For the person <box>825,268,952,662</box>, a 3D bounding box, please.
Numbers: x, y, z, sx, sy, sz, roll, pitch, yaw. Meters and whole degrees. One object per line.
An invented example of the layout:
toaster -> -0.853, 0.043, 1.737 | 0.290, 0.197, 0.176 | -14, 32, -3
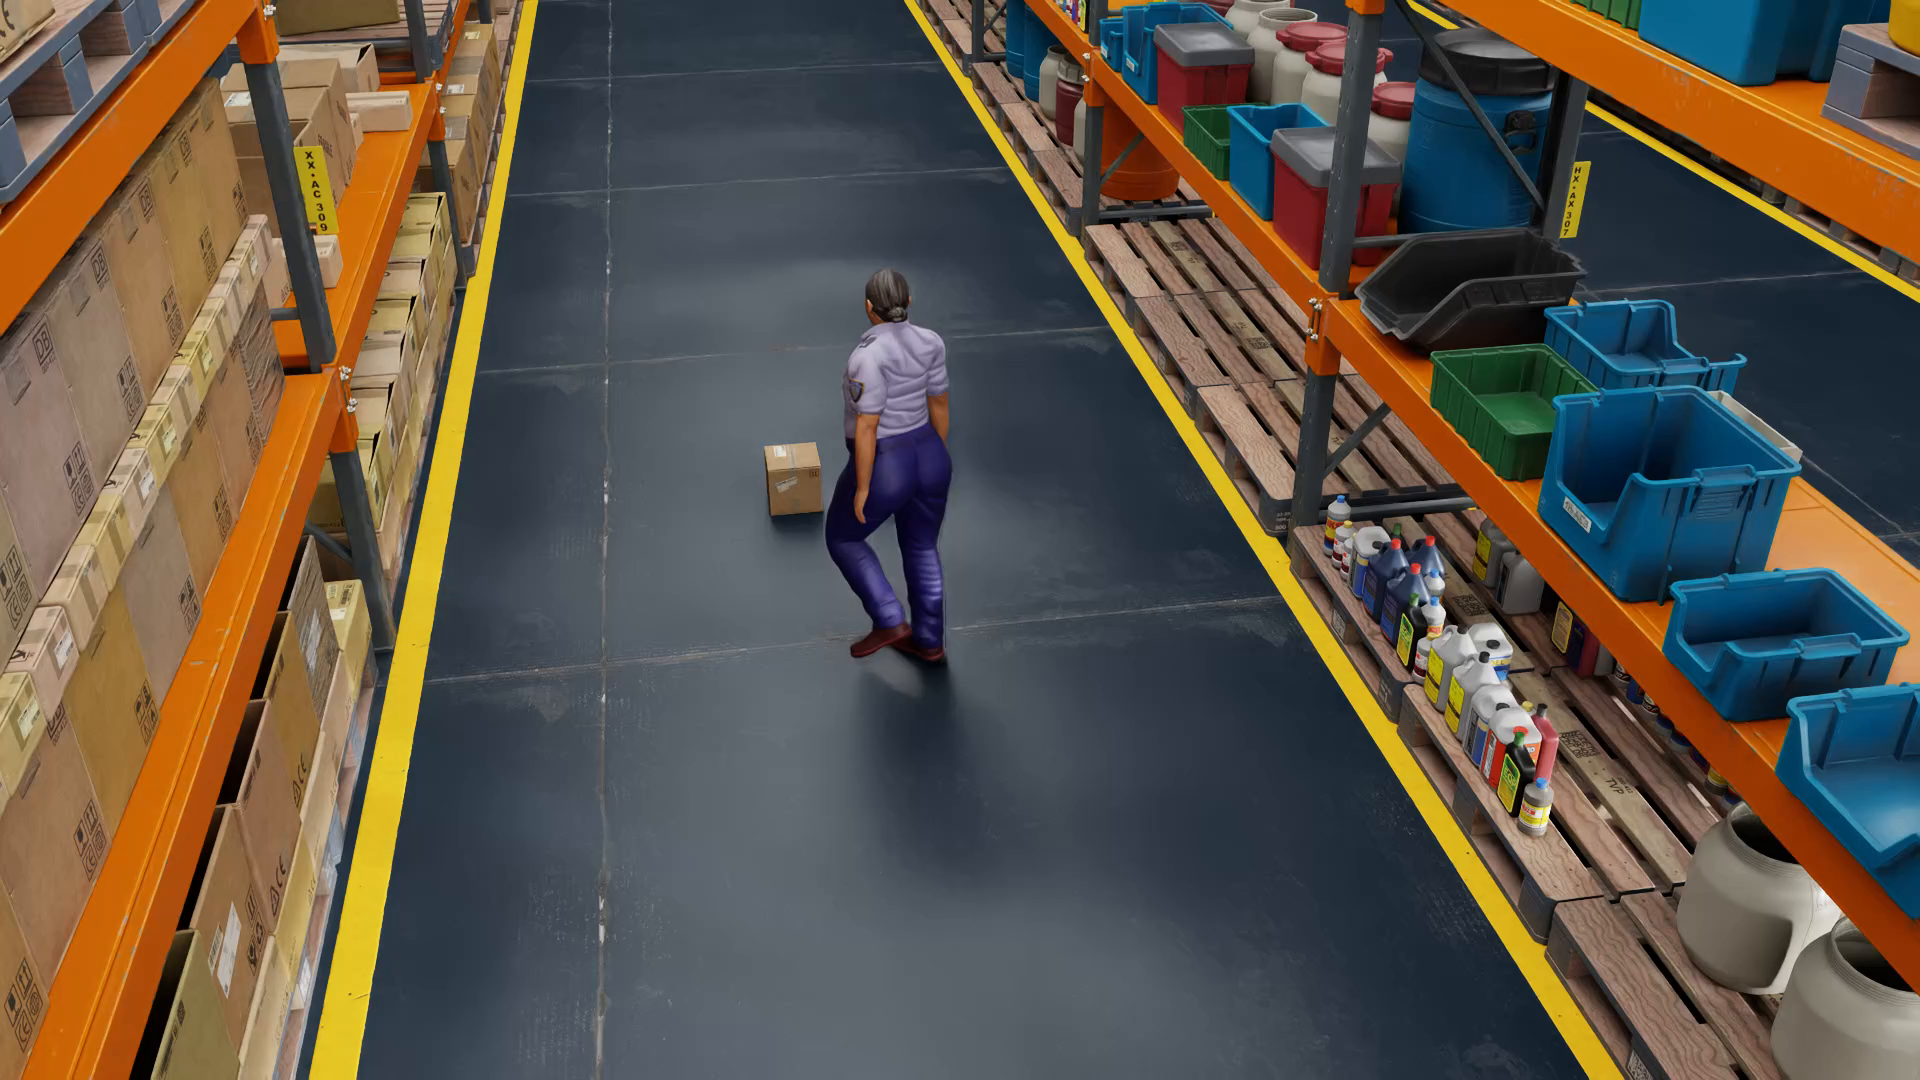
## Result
person -> -0.253, -0.270, 6.583 | 0.533, 1.639, 0.461 | -24, 38, -34
